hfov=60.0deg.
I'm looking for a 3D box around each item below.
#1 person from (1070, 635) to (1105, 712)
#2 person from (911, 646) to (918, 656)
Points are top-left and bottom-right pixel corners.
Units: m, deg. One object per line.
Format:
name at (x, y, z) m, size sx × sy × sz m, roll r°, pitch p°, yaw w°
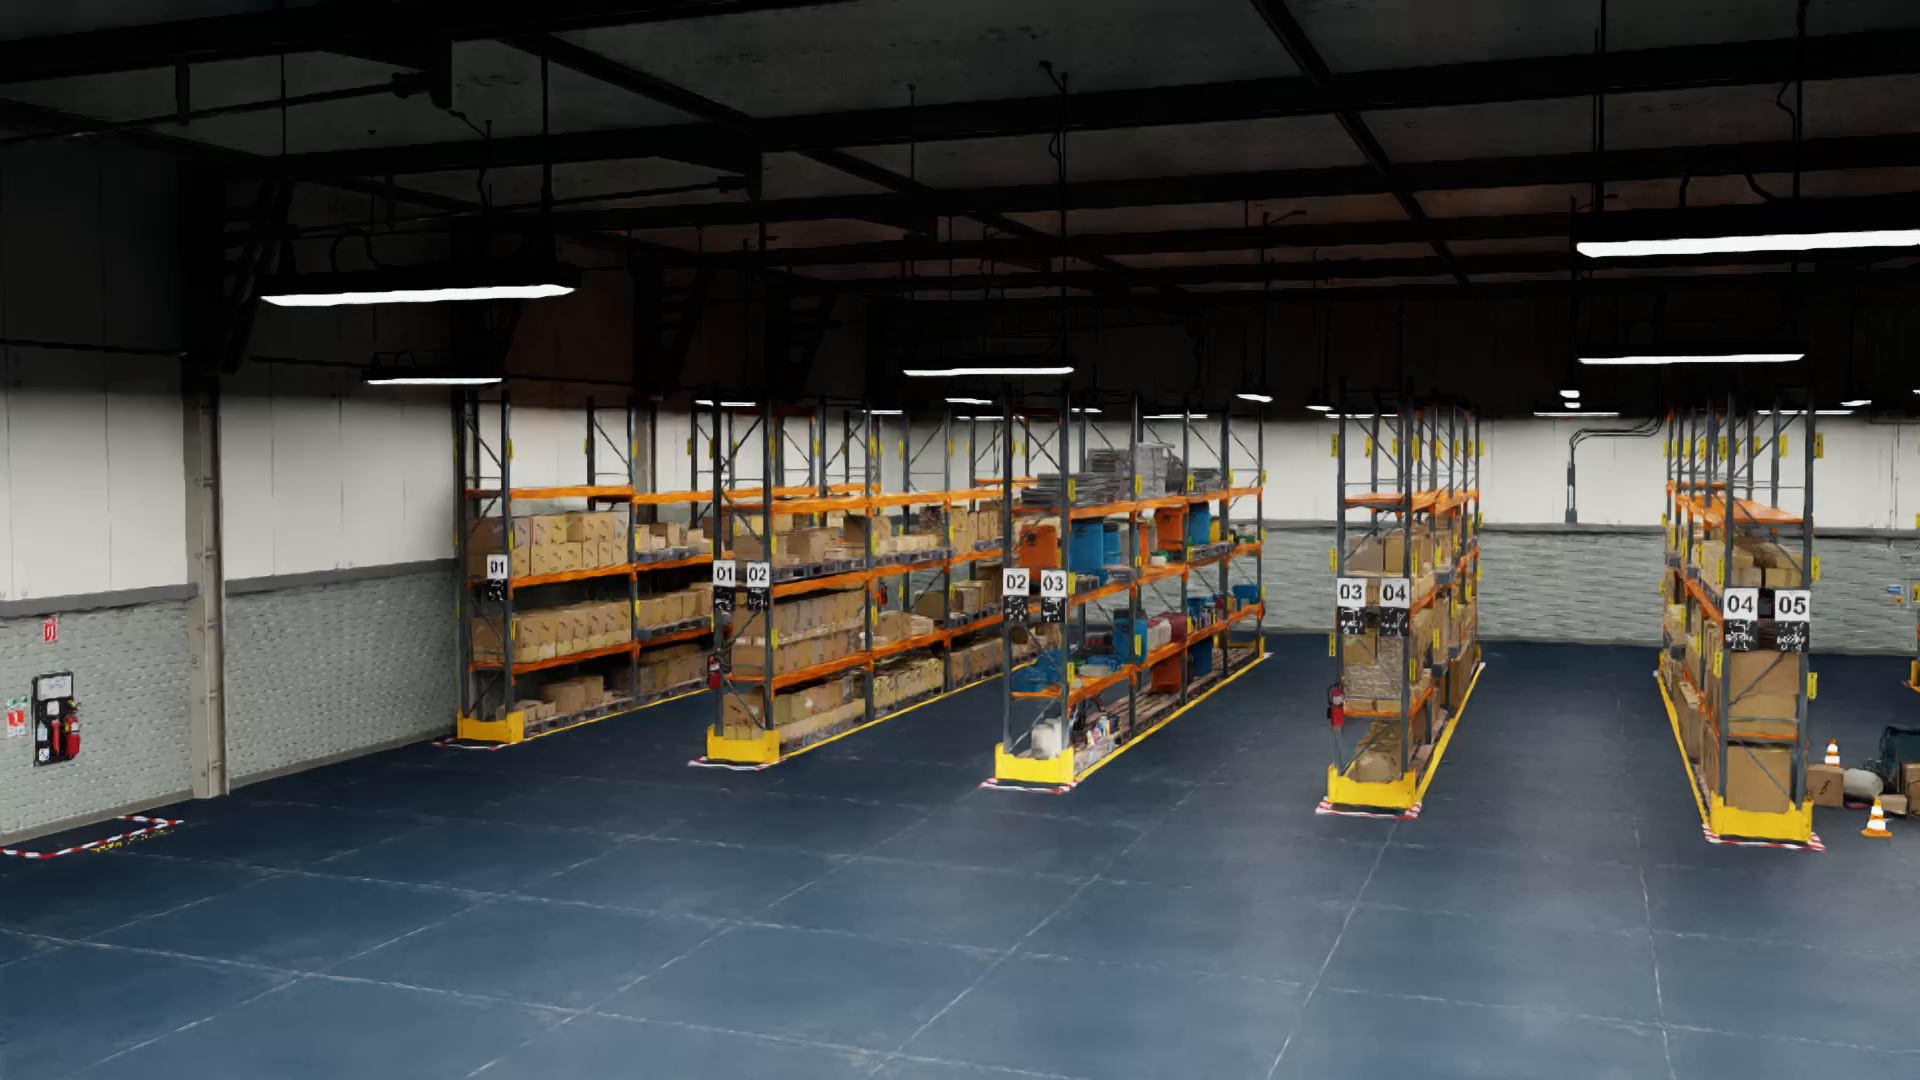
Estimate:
person at (2.287, 2.518, 30.470) m, size 0.504 × 1.614 × 0.967 m, roll 3°, pitch 4°, yaw 43°
person at (-0.806, 2.123, 40.179) m, size 0.478 × 1.309 × 1.083 m, roll 1°, pitch 3°, yaw 18°
